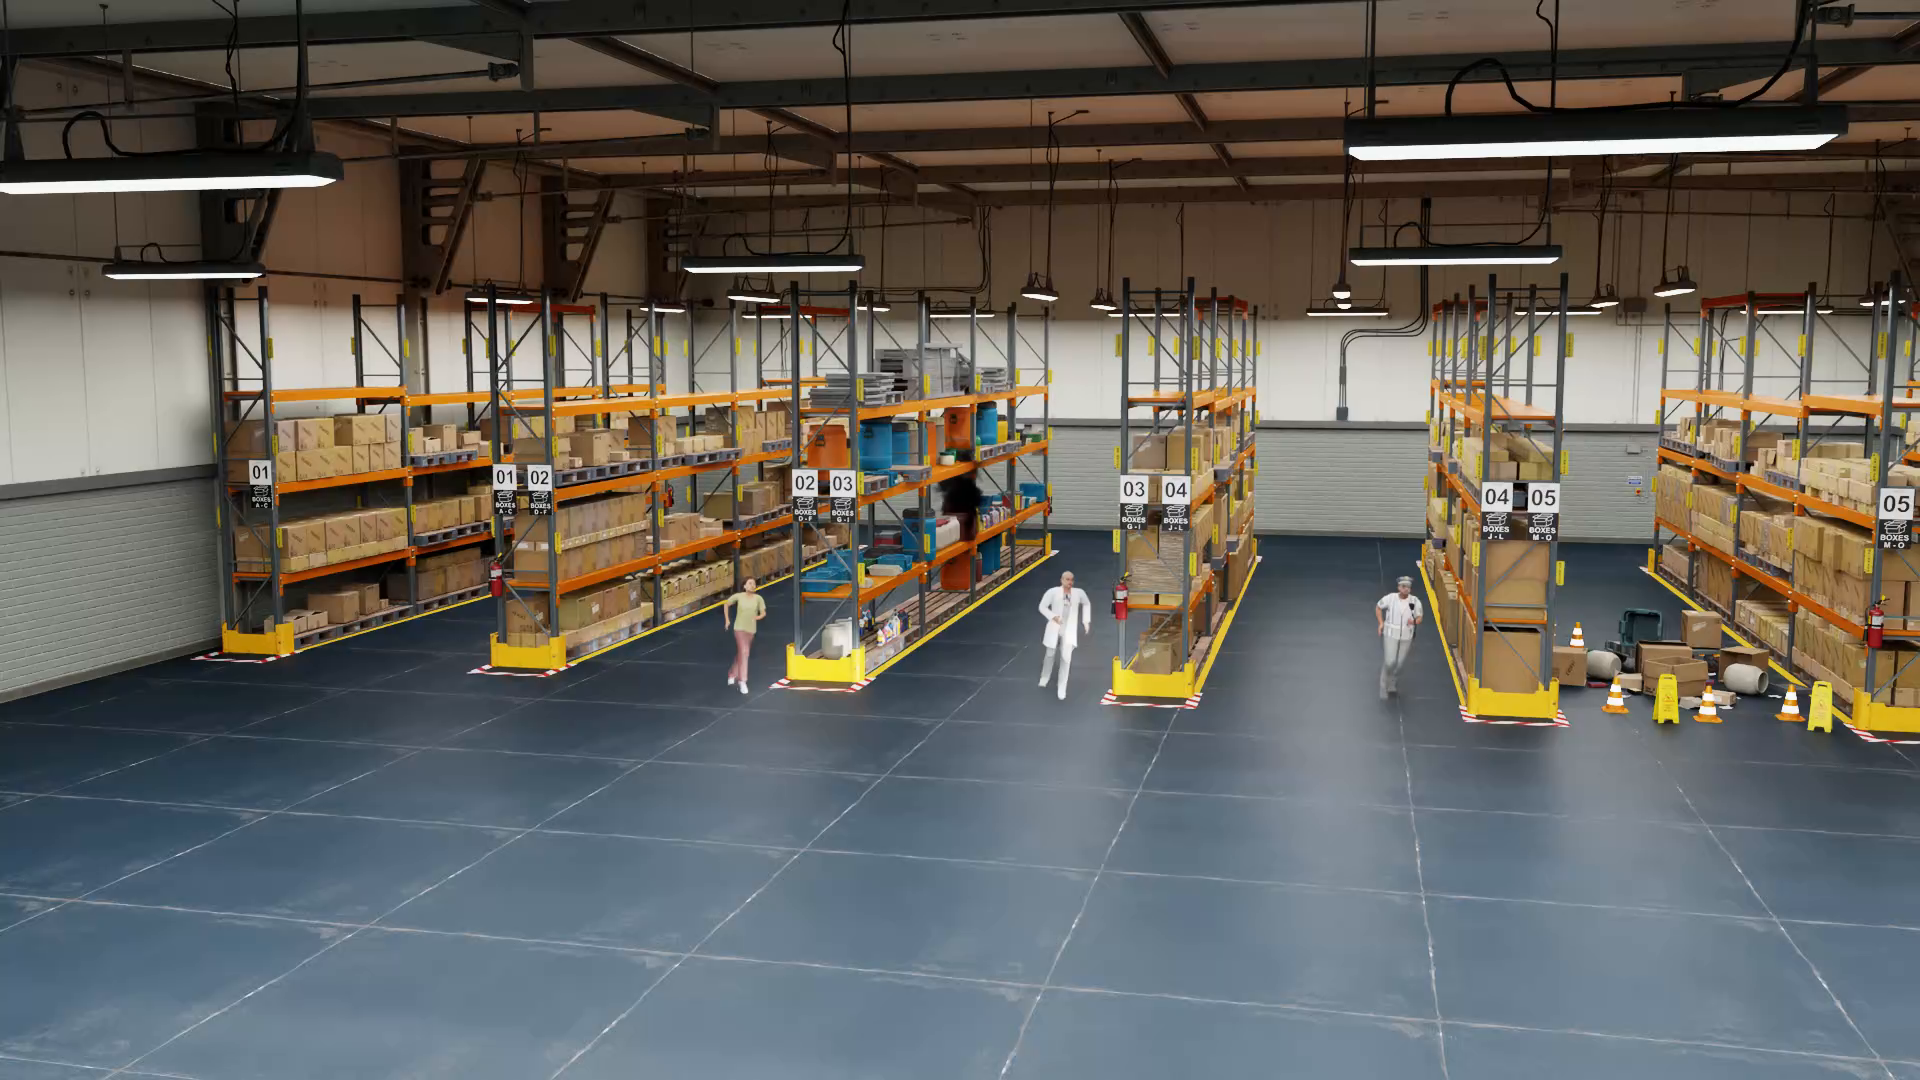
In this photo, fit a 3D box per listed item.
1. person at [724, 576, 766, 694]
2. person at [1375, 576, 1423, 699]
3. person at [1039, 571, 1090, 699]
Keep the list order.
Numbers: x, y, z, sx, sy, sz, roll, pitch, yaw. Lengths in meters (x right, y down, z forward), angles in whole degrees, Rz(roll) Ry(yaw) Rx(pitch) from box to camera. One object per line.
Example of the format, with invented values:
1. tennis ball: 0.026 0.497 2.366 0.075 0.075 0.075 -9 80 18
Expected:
1. person: -3.129 1.370 24.492 0.577 1.651 0.814 -3 7 -27
2. person: 6.334 1.414 23.971 0.640 1.817 0.738 1 7 4
3. person: 1.521 1.361 24.198 0.767 1.840 0.857 0 7 -1
